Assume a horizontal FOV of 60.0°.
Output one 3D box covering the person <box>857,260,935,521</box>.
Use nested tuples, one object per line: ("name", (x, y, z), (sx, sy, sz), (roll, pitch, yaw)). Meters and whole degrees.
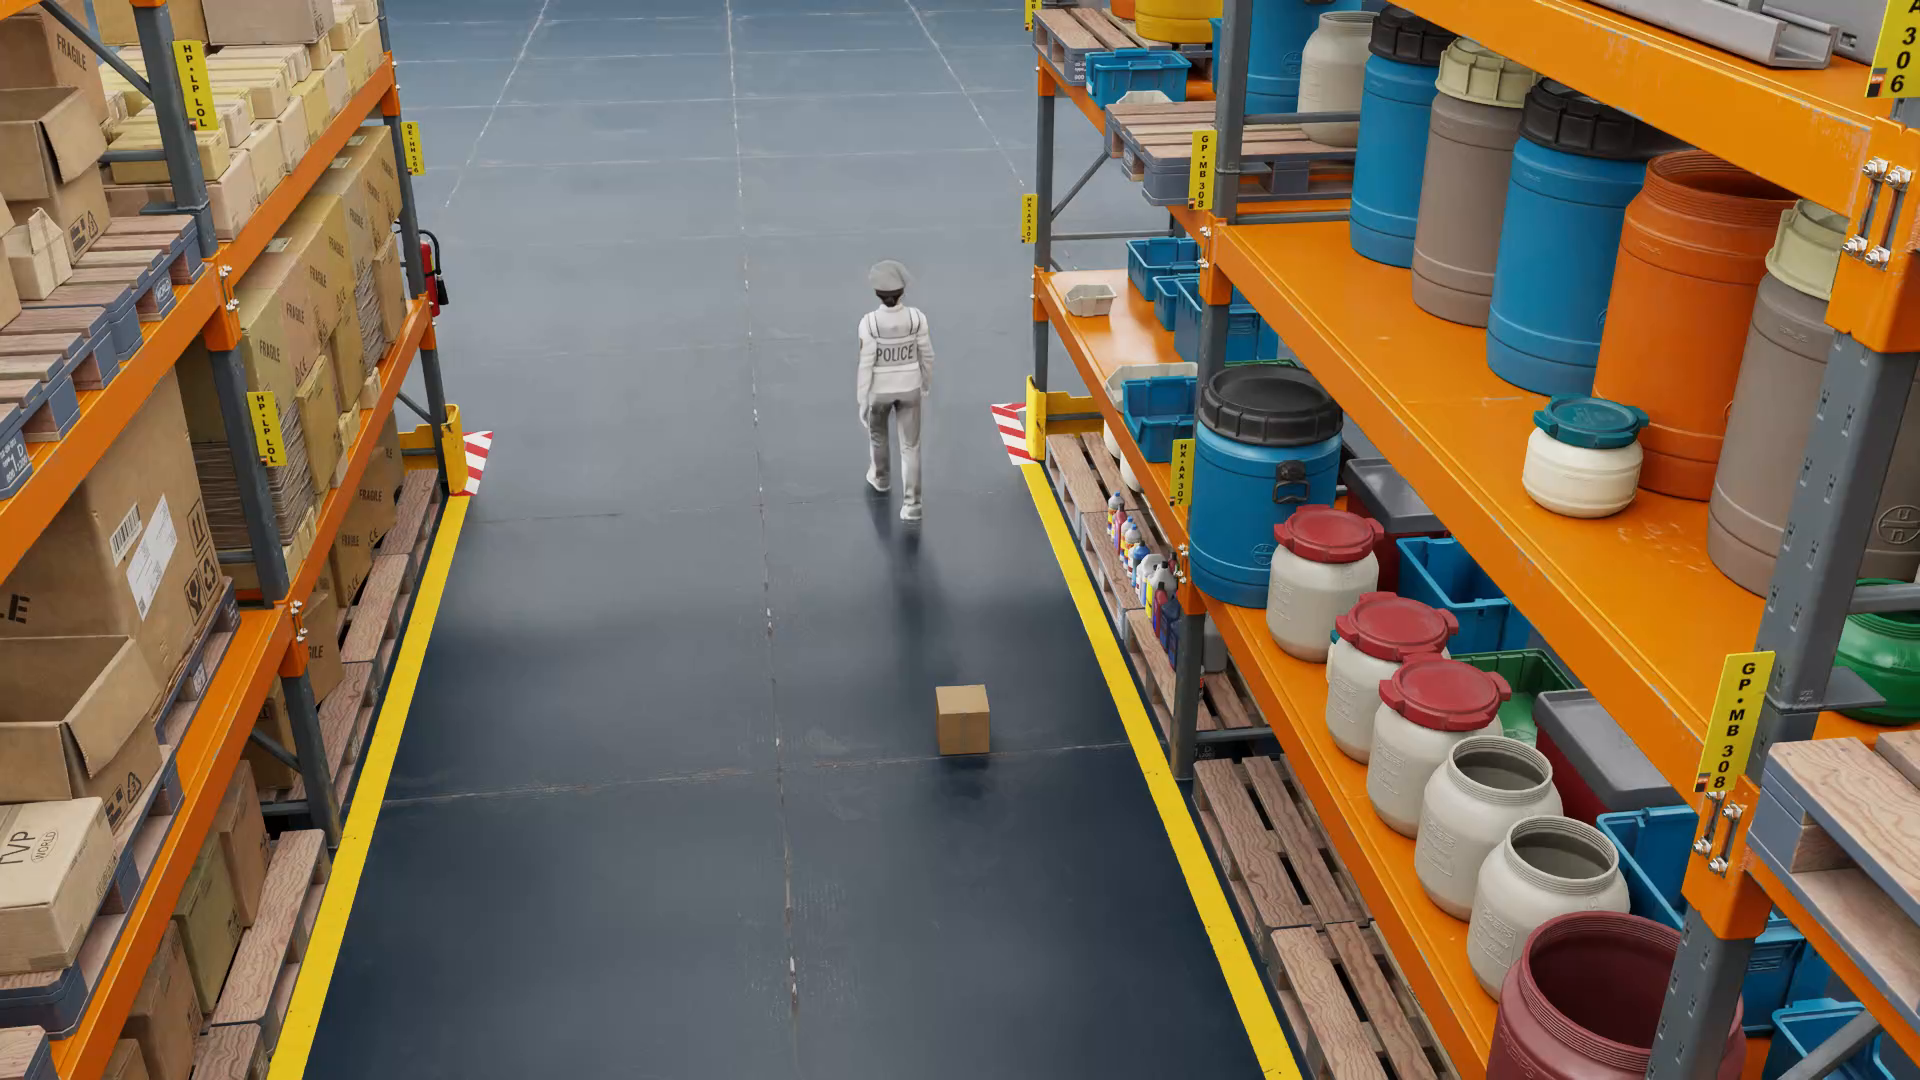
("person", (-0.405, -0.958, 10.427), (0.505, 1.641, 0.972), (-5, 28, -9))
